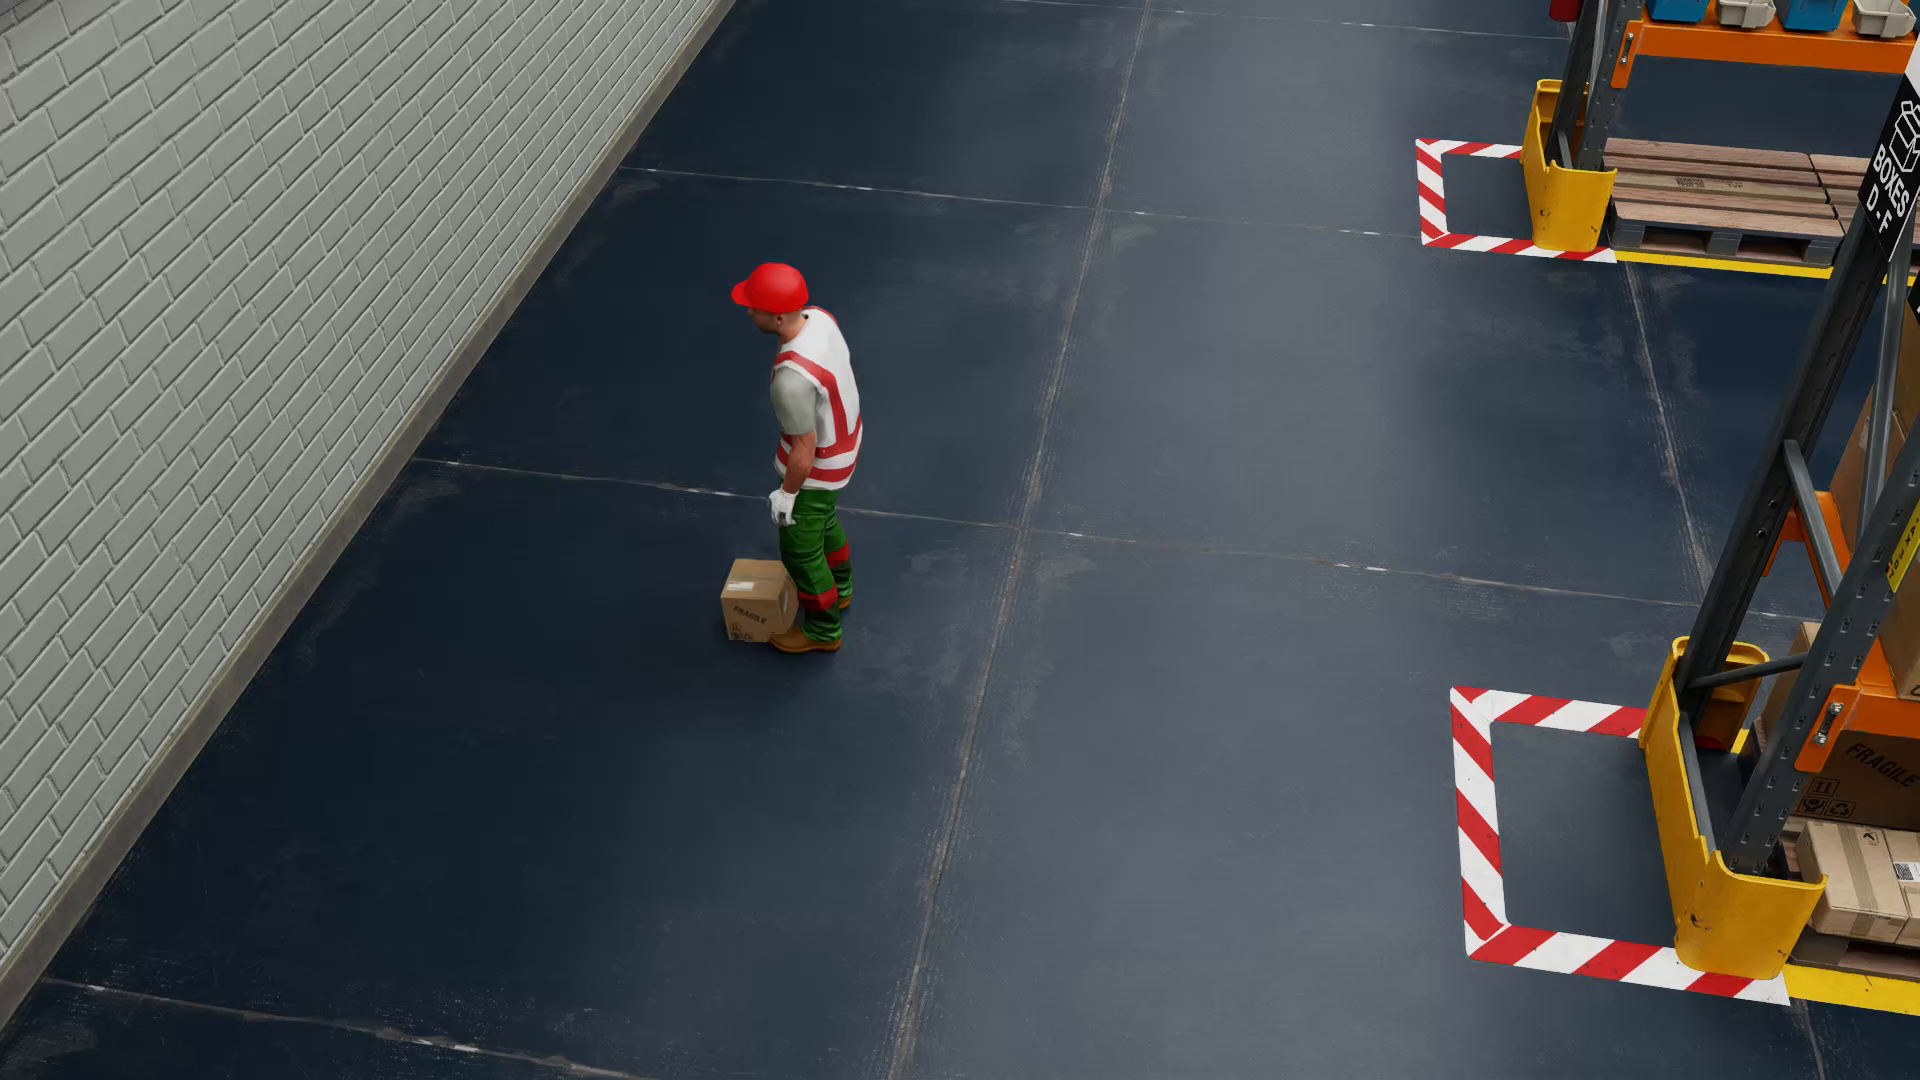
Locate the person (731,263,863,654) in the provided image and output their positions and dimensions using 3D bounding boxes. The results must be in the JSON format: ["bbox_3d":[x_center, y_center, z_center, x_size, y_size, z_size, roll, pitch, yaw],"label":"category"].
[{"bbox_3d":[-0.606,-0.309,6.511,0.441,1.780,0.579,5,40,6],"label":"person"}]
